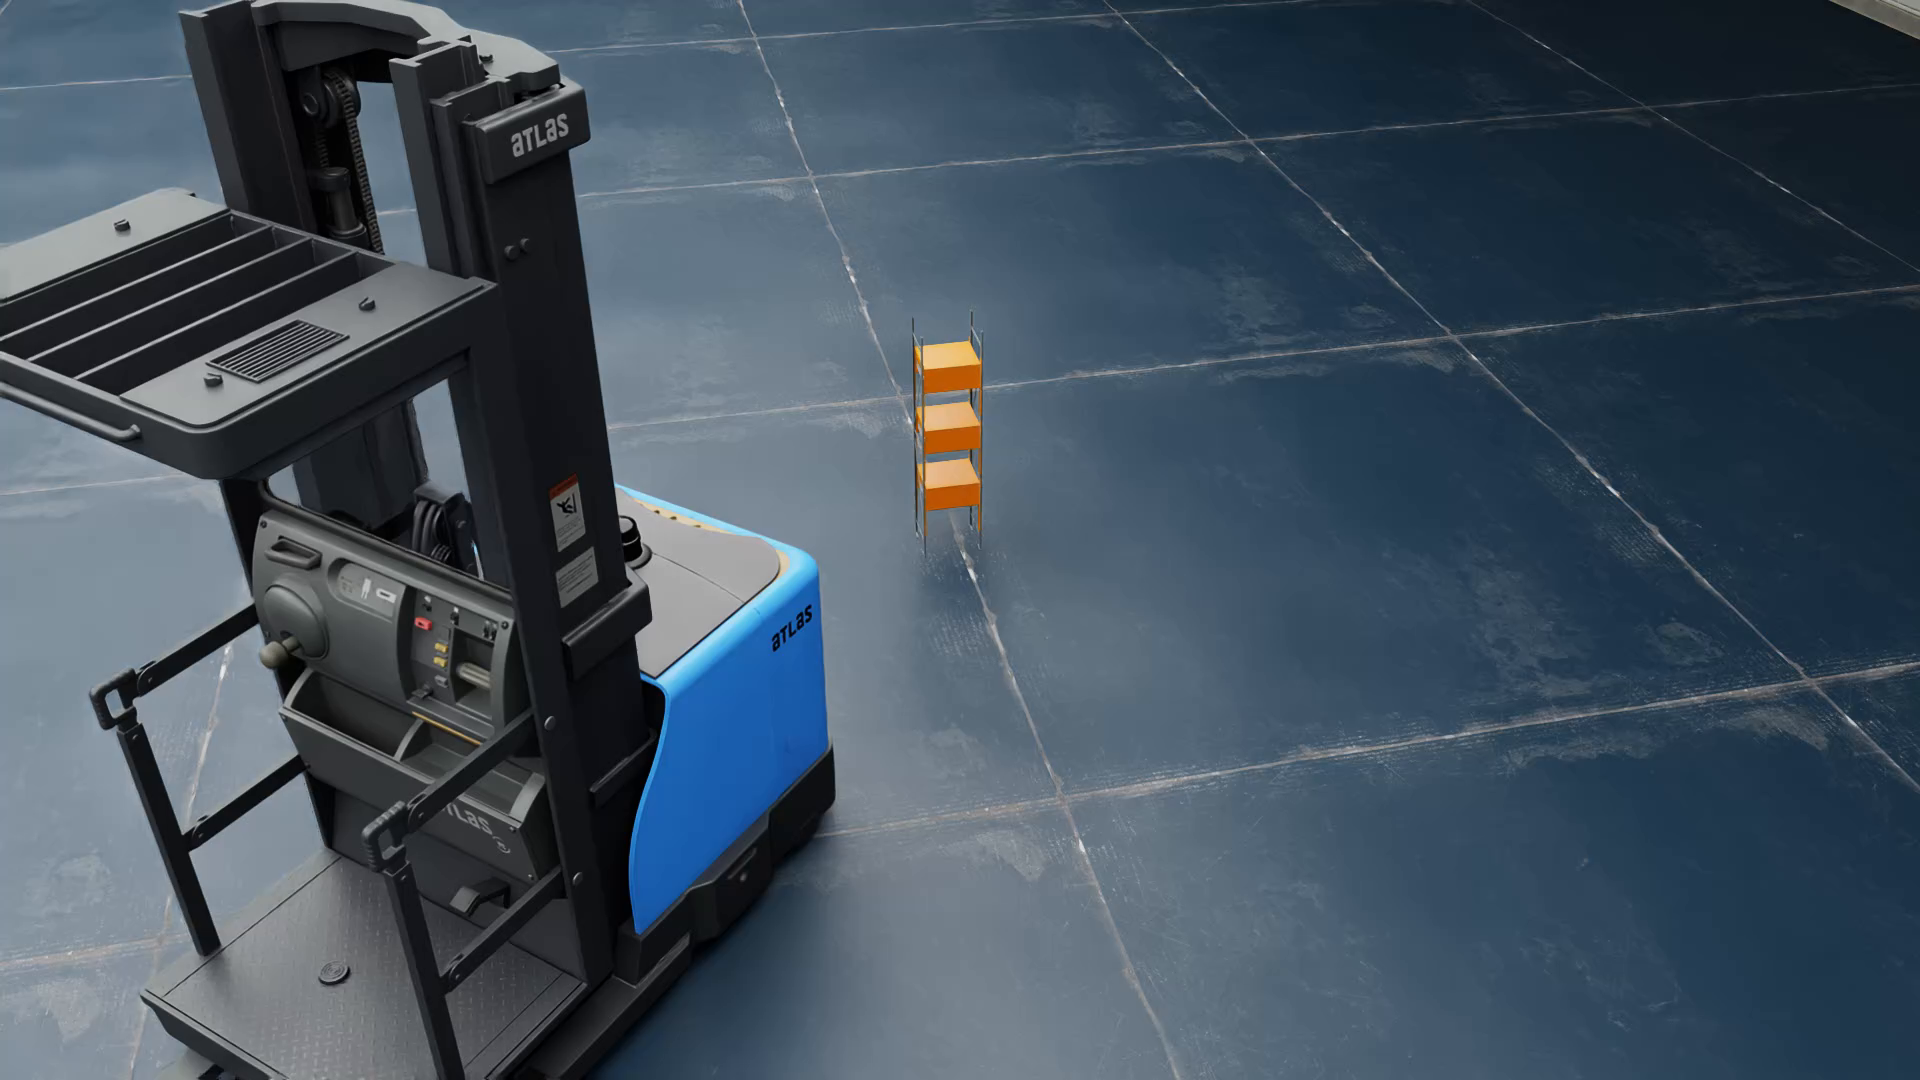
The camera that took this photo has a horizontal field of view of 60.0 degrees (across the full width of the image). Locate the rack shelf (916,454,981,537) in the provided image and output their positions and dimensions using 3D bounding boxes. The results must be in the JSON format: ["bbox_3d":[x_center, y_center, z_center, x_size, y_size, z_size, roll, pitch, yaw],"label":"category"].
[{"bbox_3d":[-0.052,-0.190,7.108,0.240,0.259,0.215,-7,35,-11],"label":"rack shelf"}]

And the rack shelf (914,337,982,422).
[{"bbox_3d":[-0.052,-0.656,6.795,0.240,0.259,0.215,-7,35,-11],"label":"rack shelf"}]

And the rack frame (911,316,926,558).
[{"bbox_3d":[-0.171,-0.414,6.925,0.008,1.050,0.200,-7,35,-11],"label":"rack frame"}]

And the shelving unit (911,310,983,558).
[{"bbox_3d":[-0.052,-0.429,6.948,0.252,1.050,0.215,-7,35,-11],"label":"shelving unit"}]

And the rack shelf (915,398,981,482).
[{"bbox_3d":[-0.052,-0.421,6.954,0.240,0.259,0.215,-7,35,-11],"label":"rack shelf"}]

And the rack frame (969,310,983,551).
[{"bbox_3d":[0.067,-0.444,6.970,0.008,1.050,0.200,-7,35,-11],"label":"rack frame"}]

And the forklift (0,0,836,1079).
[{"bbox_3d":[-1.624,0.285,4.195,1.130,2.935,3.031,19,38,25],"label":"forklift"}]
